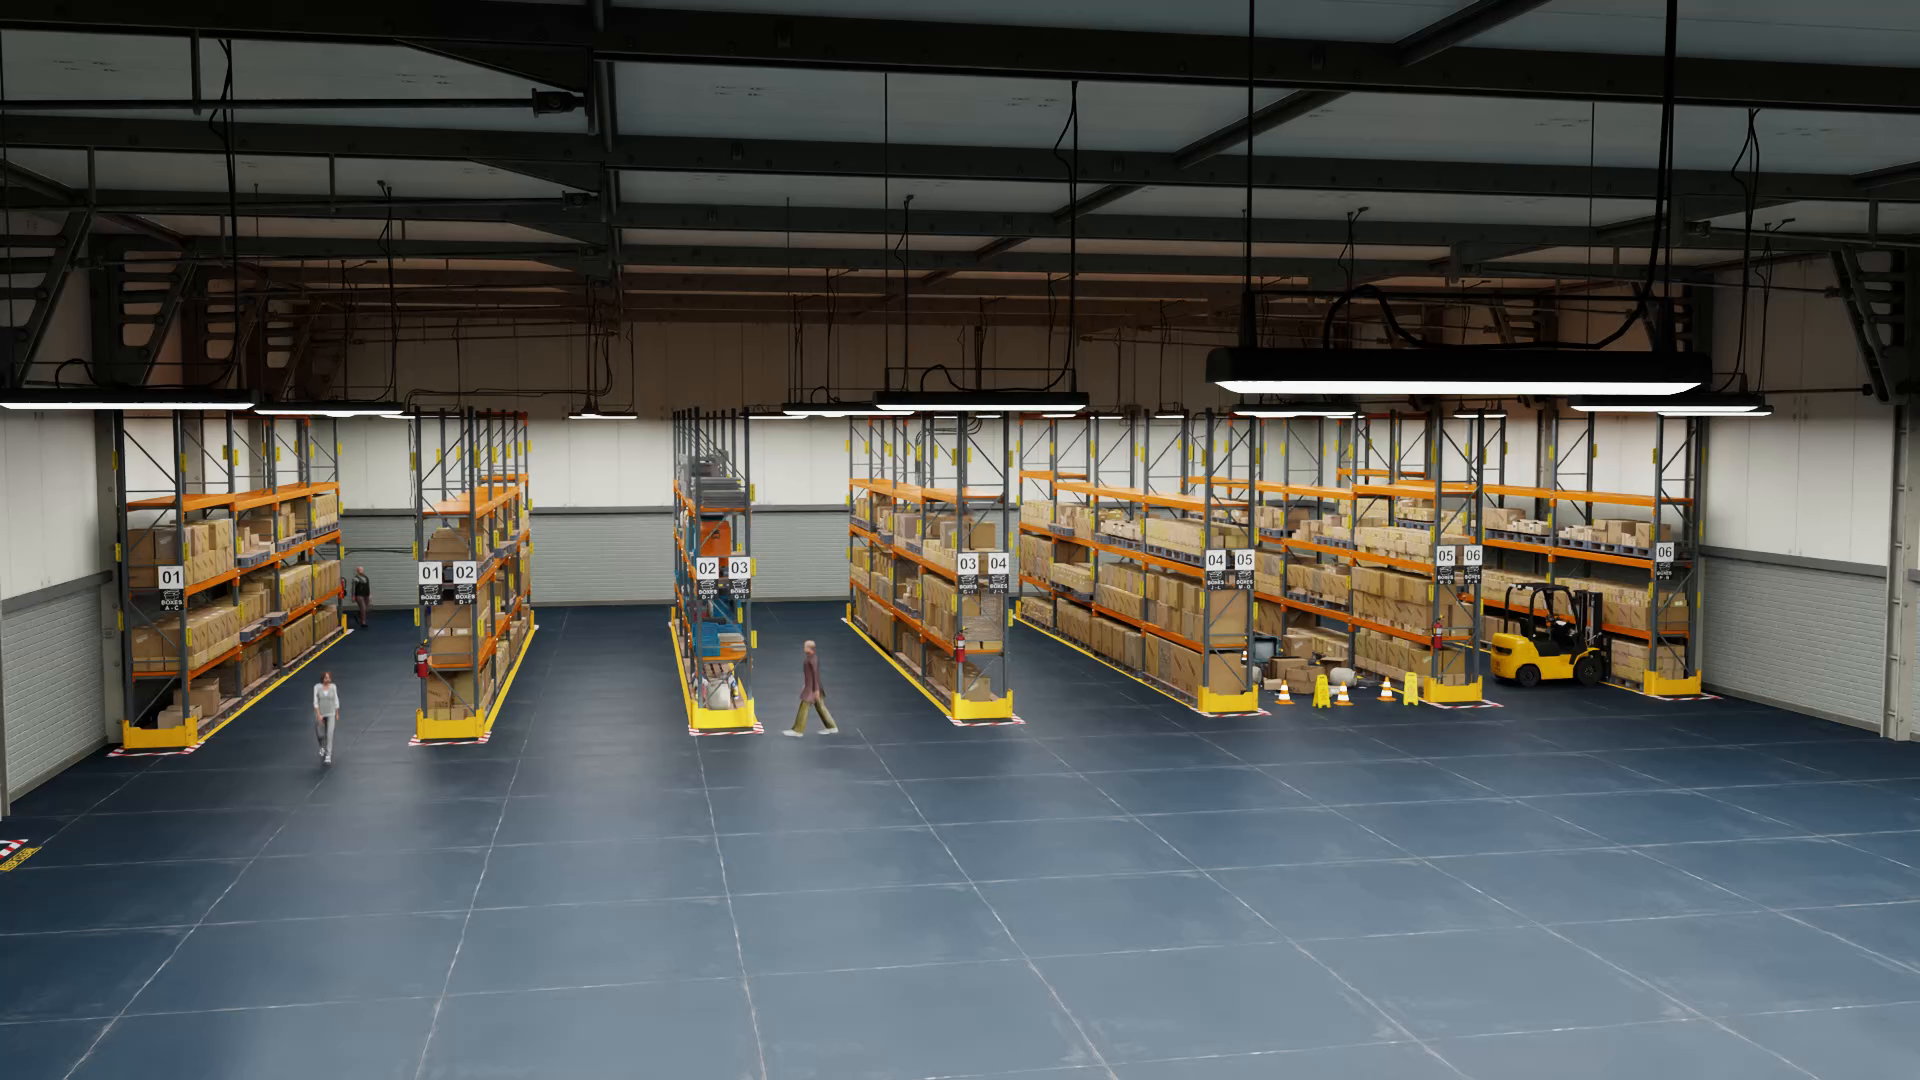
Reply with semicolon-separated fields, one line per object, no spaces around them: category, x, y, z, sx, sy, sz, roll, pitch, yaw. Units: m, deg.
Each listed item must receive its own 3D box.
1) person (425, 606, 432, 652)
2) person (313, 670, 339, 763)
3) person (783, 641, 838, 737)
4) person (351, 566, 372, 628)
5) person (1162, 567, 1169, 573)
person;-13.128;1.956;41.500;0.536;1.594;1.033;-1;4;-14
person;-10.703;2.975;28.080;0.406;1.477;0.991;-2;4;-20
person;-2.729;2.695;30.279;0.958;1.739;0.609;0;4;1
person;-16.639;1.575;46.168;0.745;1.697;0.539;2;5;28
person;5.722;1.534;46.322;0.617;1.728;0.978;0;4;5
